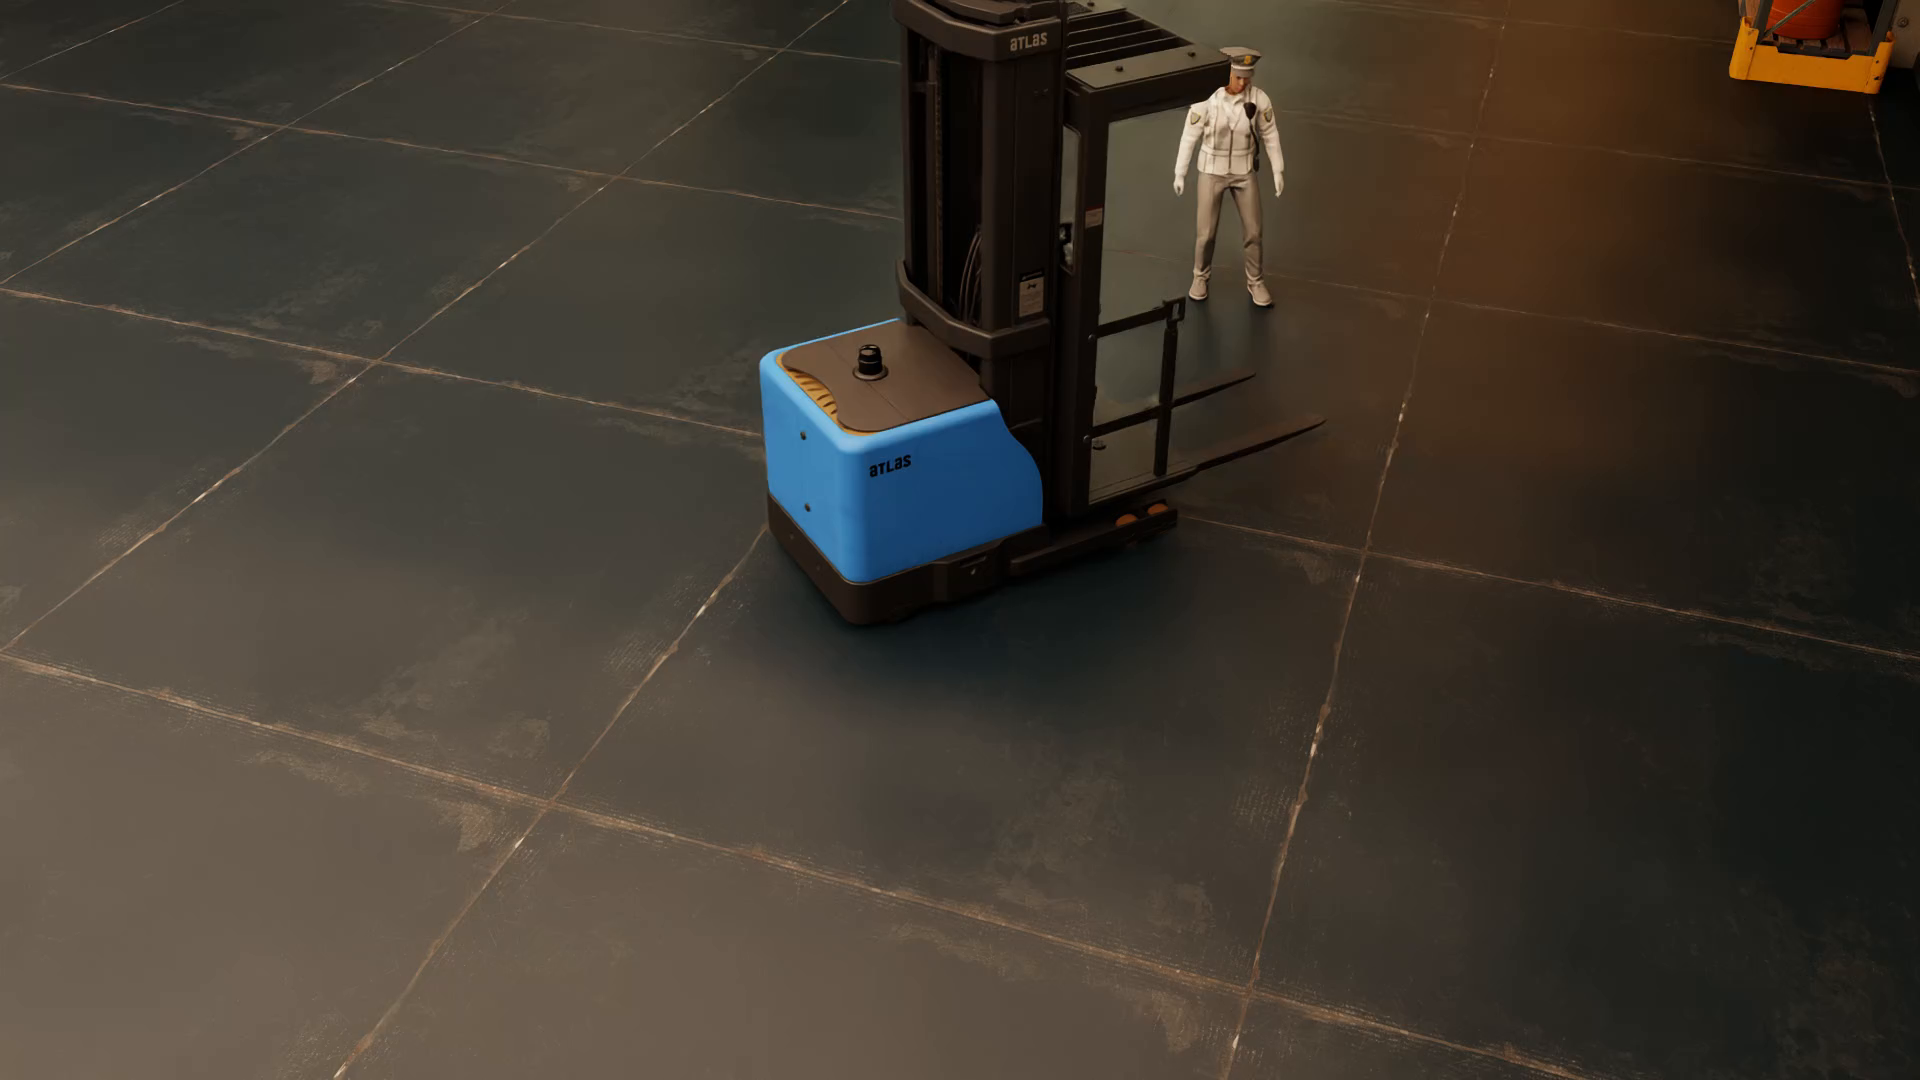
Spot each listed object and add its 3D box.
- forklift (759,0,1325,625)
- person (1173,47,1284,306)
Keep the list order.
[{"bbox_3d":[0.544,-1.408,8.097,3.031,2.935,1.130,-18,39,-24],"label":"forklift"},{"bbox_3d":[1.692,-2.281,10.442,0.680,1.647,0.384,0,35,-1],"label":"person"}]
